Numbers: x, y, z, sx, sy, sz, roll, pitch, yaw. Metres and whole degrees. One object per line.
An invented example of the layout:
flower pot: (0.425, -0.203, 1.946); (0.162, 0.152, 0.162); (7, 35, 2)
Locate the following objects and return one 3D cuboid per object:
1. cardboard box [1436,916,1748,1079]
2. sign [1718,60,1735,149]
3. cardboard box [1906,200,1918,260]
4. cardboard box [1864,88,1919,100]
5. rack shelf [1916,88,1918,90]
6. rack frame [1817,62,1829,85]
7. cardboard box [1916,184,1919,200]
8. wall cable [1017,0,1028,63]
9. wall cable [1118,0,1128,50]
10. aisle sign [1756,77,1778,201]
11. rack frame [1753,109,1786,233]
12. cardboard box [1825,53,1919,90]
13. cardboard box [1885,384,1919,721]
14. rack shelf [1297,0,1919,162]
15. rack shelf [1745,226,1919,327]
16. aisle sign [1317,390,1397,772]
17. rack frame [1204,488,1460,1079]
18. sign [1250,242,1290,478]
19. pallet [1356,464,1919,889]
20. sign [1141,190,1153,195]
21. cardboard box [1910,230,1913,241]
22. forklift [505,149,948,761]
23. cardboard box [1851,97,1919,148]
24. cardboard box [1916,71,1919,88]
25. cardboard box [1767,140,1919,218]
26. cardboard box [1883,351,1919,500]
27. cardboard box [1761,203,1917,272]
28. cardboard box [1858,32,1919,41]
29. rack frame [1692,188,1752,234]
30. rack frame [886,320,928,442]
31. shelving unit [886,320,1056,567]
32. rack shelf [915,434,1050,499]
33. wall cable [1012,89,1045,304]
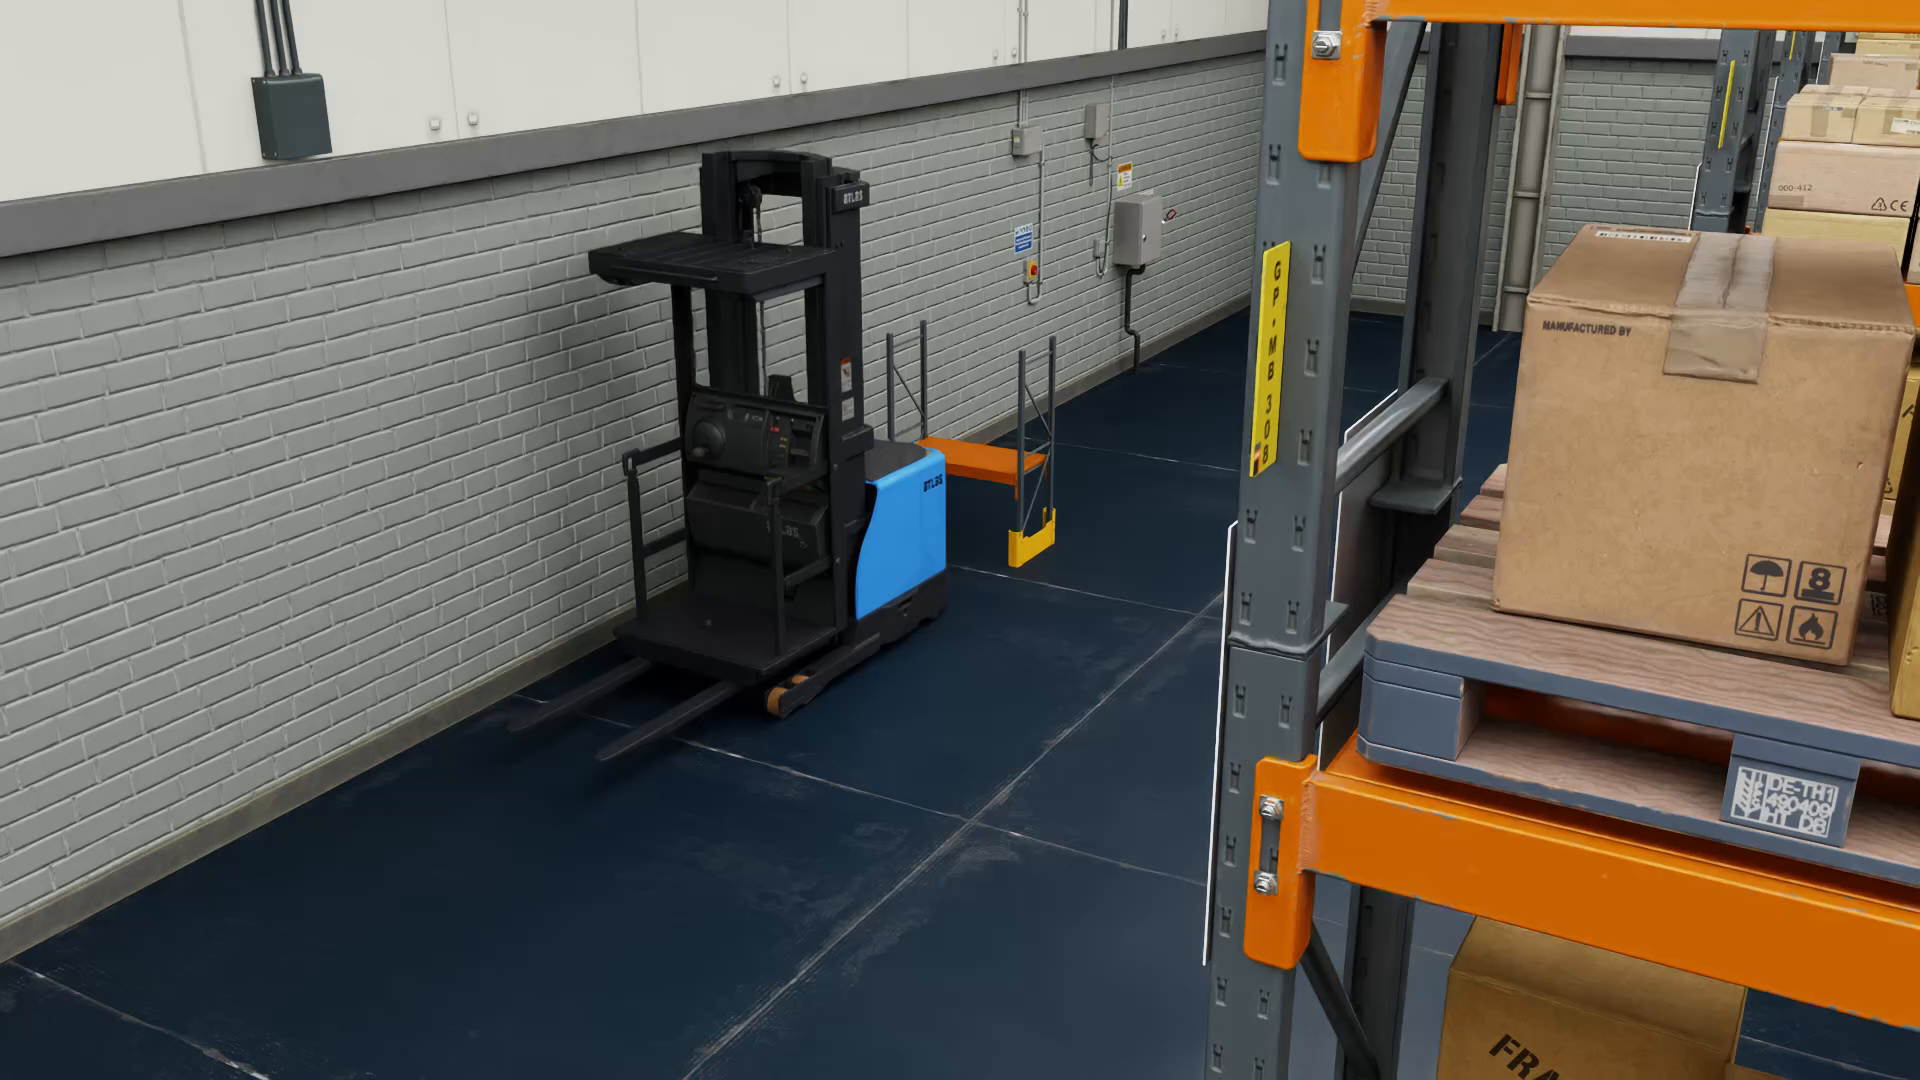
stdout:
cardboard box: (1.272, 1.018, 3.343); (0.500, 0.500, 0.500); (11, 23, 28)
sign: (2.962, -1.682, 6.422); (0.005, 0.325, 0.100); (11, 23, 27)
cardboard box: (3.752, -1.365, 7.051); (0.500, 0.250, 0.500); (10, 22, 26)
cardboard box: (3.838, -1.753, 6.802); (0.250, 0.149, 0.380); (11, 23, 28)
rack shelf: (9.715, -3.730, 14.406); (4.000, 0.370, 1.077); (11, 23, 27)
rack frame: (7.969, -2.991, 15.712); (0.127, 3.000, 1.000); (11, 23, 27)
cardboard box: (3.752, -1.596, 6.954); (0.500, 0.250, 0.500); (10, 22, 26)
wall cable: (0.449, -5.195, 12.990); (0.029, 3.000, 0.463); (11, 23, 27)
wall cable: (2.209, -6.259, 15.869); (0.133, 3.039, 2.988); (11, 23, 27)
aisle sign: (5.348, -2.661, 10.988); (0.004, 0.787, 0.394); (11, 23, 27)
rack frame: (5.552, -1.513, 11.637); (0.127, 3.000, 1.000); (11, 23, 27)
cardboard box: (5.989, -3.049, 10.930); (0.500, 0.250, 0.500); (9, 22, 22)
cardboard box: (1.631, -0.064, 2.335); (0.500, 0.500, 0.700); (10, 22, 25)
rack shelf: (2.465, -0.524, 1.755); (4.000, 0.370, 1.077); (11, 23, 27)
rack shelf: (4.972, -0.762, 6.222); (4.000, 0.370, 1.077); (11, 23, 27)
aisle sign: (0.802, 0.114, 3.340); (0.004, 0.787, 0.394); (11, 23, 27)
rack frame: (0.719, 1.437, 3.504); (0.127, 3.000, 1.000); (11, 23, 27)
sign: (0.443, -0.257, 2.377); (0.005, 0.325, 0.100); (11, 23, 27)
pallet: (1.372, 0.189, 2.676); (1.213, 0.211, 1.003); (11, 23, 27)
sign: (1.830, -3.181, 16.376); (0.001, 0.494, 0.329); (11, 23, 27)
cardboard box: (6.287, -1.781, 10.764); (0.500, 0.500, 0.500); (10, 22, 26)
forklift: (-1.267, -0.579, 9.163); (1.130, 2.935, 3.031); (12, 23, 29)
cardboard box: (3.611, -1.615, 6.422); (0.250, 0.149, 0.380); (12, 23, 29)
cardboard box: (8.592, -4.077, 14.676); (0.250, 0.149, 0.380); (11, 23, 28)
cardboard box: (3.491, -1.445, 6.538); (0.500, 0.250, 0.500); (11, 23, 28)
cardboard box: (3.932, -0.444, 6.640); (0.500, 0.500, 0.500); (12, 23, 29)
cardboard box: (3.493, -1.211, 6.626); (0.500, 0.250, 0.500); (12, 23, 29)
cardboard box: (8.234, -4.557, 14.681); (0.500, 0.250, 0.500); (11, 22, 27)
rack frame: (3.226, -0.022, 7.528); (0.127, 3.000, 1.000); (11, 23, 27)
rack frame: (-0.369, -0.775, 11.803); (0.032, 1.500, 0.500); (11, 23, 27)
shelving unit: (0.067, -0.692, 11.574); (1.083, 1.500, 0.587); (11, 23, 27)
rack shelf: (0.074, -0.522, 11.632); (1.000, 0.185, 0.538); (11, 23, 27)
wall cable: (0.618, -2.936, 14.024); (0.123, 1.953, 0.585); (11, 23, 27)
